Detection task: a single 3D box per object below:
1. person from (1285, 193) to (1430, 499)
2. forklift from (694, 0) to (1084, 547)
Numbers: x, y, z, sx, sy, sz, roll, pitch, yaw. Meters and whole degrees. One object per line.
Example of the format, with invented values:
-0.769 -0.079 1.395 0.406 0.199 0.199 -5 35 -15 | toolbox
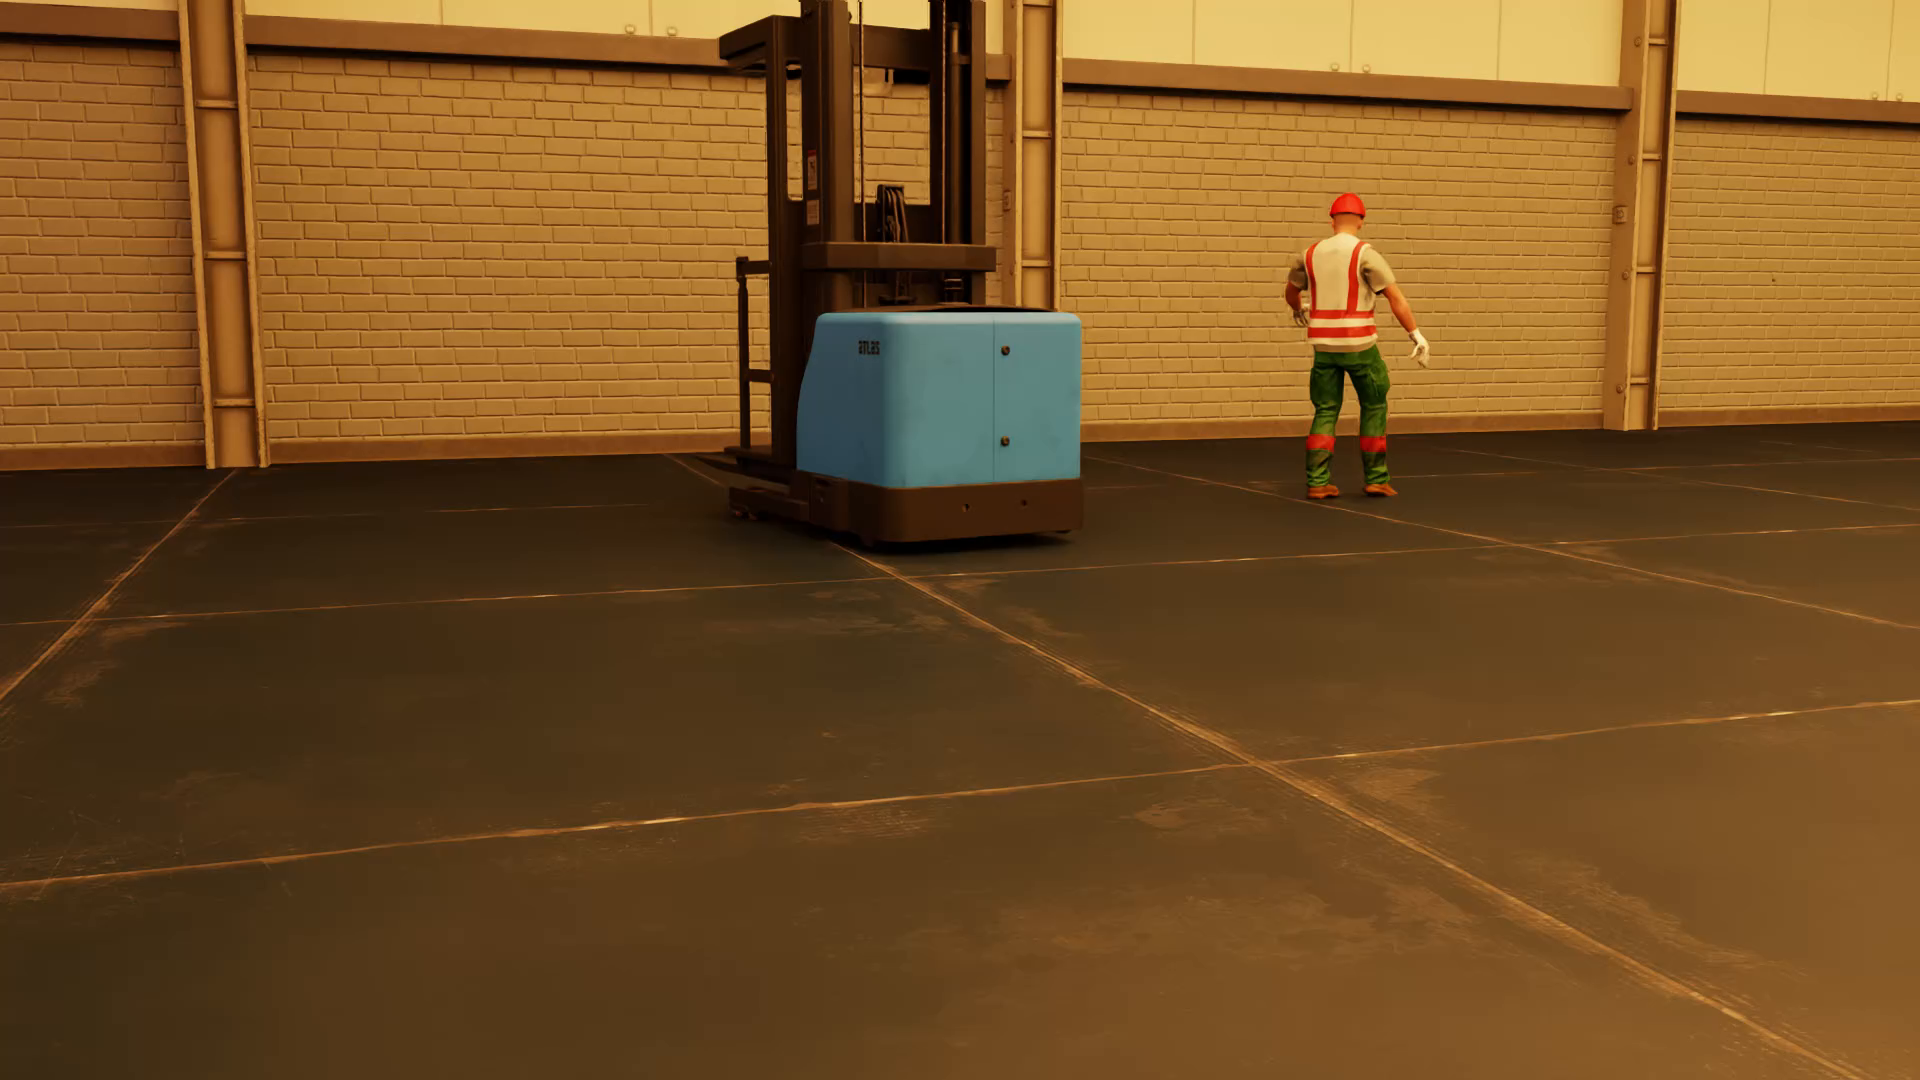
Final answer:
2.318 -1.112 9.726 1.026 1.796 0.650 7 10 41 | person
-0.573 -1.578 8.652 1.130 2.935 3.031 -4 9 -29 | forklift
